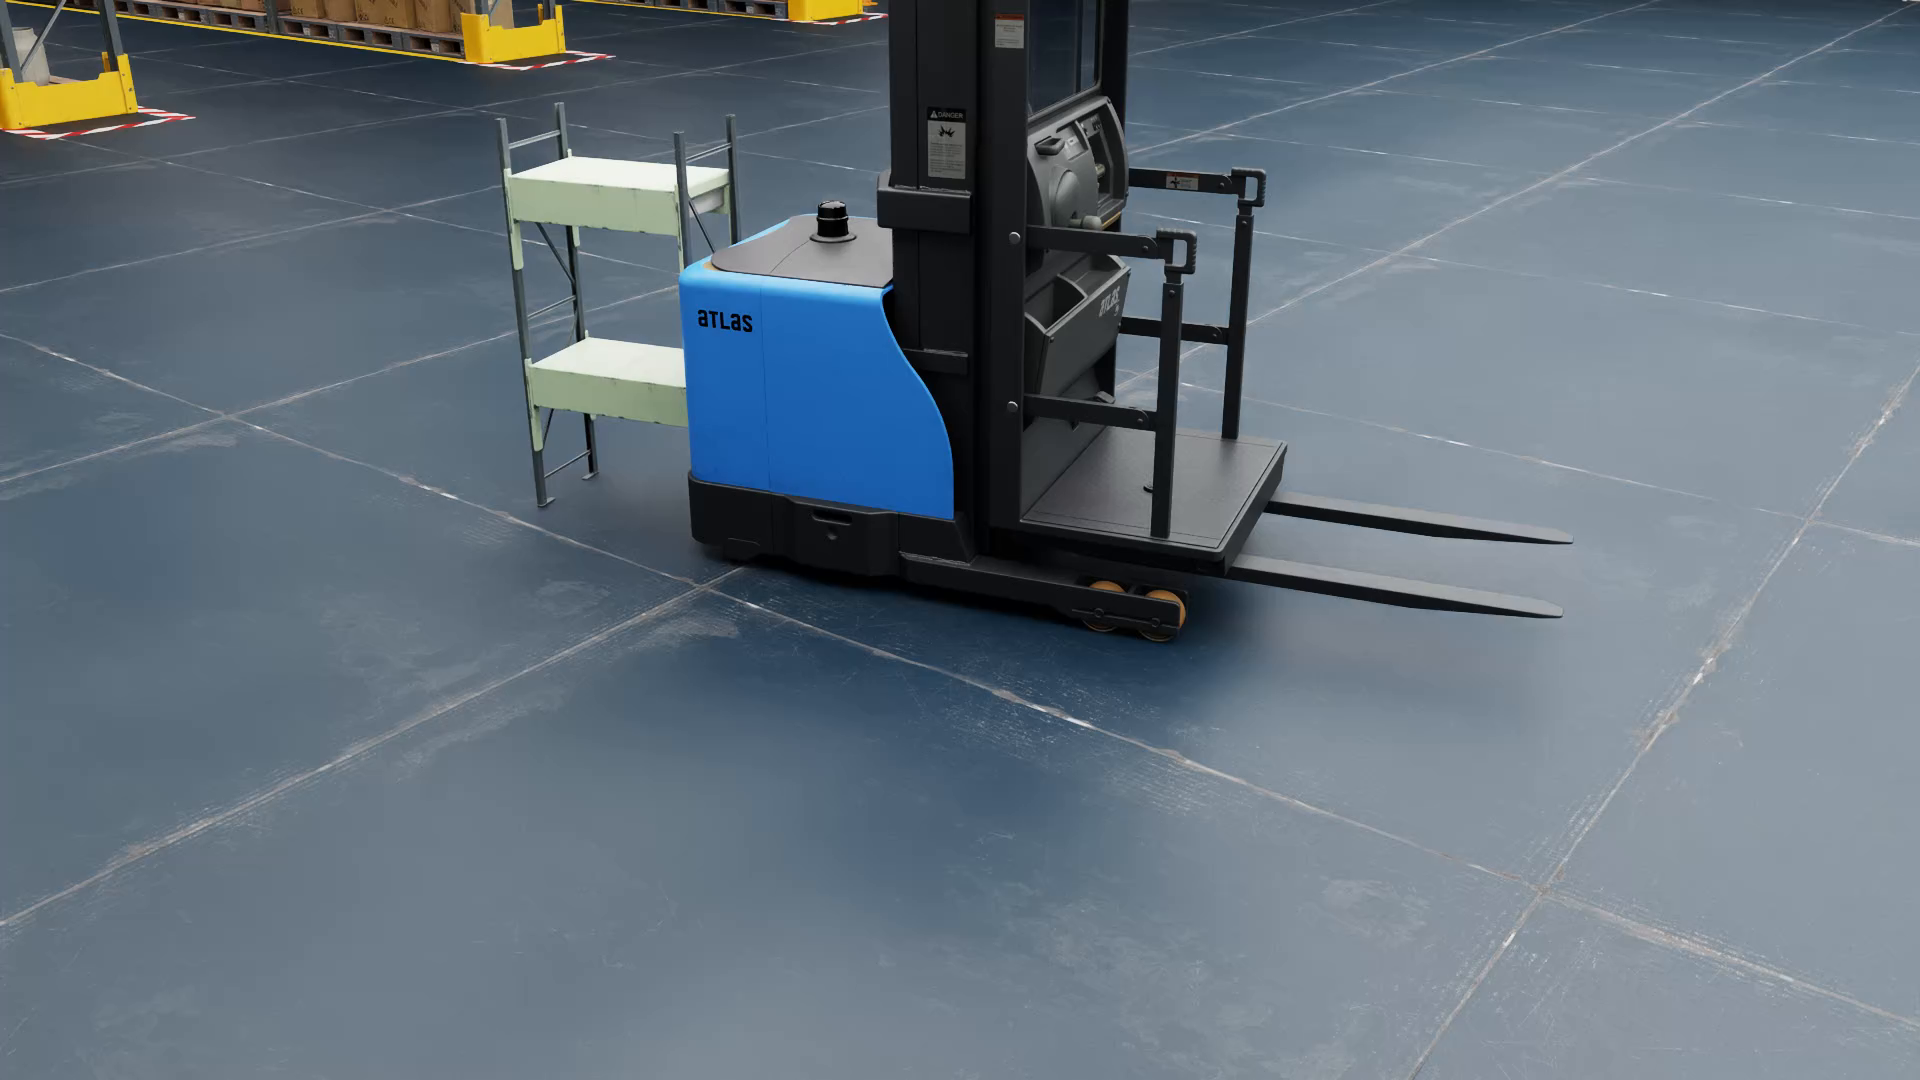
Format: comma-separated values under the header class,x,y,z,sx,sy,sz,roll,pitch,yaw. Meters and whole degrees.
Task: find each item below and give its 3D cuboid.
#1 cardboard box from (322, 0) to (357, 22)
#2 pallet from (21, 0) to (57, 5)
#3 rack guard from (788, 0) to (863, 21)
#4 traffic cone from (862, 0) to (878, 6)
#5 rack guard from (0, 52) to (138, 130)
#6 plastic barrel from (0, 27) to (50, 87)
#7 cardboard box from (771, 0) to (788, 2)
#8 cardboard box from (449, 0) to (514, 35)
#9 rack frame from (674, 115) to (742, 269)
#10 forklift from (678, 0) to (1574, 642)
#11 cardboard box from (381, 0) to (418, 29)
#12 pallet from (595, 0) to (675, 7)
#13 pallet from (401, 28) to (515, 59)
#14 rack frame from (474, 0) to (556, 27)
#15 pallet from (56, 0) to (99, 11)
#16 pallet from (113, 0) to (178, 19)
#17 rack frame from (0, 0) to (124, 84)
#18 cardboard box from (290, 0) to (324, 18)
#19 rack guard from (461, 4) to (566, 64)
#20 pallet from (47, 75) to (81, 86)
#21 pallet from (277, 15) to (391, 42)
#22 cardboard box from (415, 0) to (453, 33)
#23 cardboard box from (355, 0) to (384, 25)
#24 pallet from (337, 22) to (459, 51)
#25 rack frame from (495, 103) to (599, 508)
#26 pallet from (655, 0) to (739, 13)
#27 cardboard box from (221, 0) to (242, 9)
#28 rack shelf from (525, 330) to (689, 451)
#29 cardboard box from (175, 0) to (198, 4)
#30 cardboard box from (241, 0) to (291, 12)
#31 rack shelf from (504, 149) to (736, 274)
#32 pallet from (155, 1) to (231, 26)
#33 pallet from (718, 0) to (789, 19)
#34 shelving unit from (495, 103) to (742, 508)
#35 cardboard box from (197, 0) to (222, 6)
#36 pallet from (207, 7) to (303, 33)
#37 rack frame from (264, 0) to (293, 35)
class,x,y,z,sx,sy,sz,roll,pitch,yaw
cardboard box,-7.278,-6.465,19.783,0.500,0.500,0.500,-16,28,-31
pallet,-12.795,-7.864,23.836,1.213,0.211,1.003,17,29,33
rack guard,-1.761,-7.121,21.793,0.348,0.500,1.175,17,29,33
traffic cone,-1.354,-7.697,23.145,0.334,0.463,0.336,17,29,33
rack guard,-7.896,-3.957,14.610,0.348,0.500,1.175,17,29,33
plastic barrel,-8.379,-4.285,14.821,0.421,0.512,0.421,0,24,0
cardboard box,-2.363,-7.634,21.970,0.875,0.875,0.875,17,29,34
cardboard box,-5.326,-5.900,18.500,0.500,0.500,0.500,-20,31,-38
rack frame,-0.898,-0.781,6.162,0.023,1.500,0.400,9,25,20
forklift,0.583,-1.249,5.449,3.031,2.935,1.130,9,25,20
cardboard box,-6.314,-6.191,19.160,0.500,0.500,0.500,20,31,38
pallet,-4.420,-7.753,23.585,1.213,0.211,1.003,17,29,33
pallet,-5.526,-5.645,18.801,1.213,0.211,1.003,17,29,33
rack frame,-4.836,-6.695,17.725,0.127,3.000,1.000,17,29,33
pallet,-11.823,-7.569,23.166,1.213,0.211,1.003,17,29,33
pallet,-10.613,-7.164,22.248,1.213,0.211,1.003,17,29,33
rack frame,-7.807,-5.097,14.099,0.127,3.000,1.000,17,29,33
cardboard box,-7.741,-6.601,20.091,0.500,0.500,0.500,16,28,32
rack guard,-4.897,-5.570,18.271,0.348,0.500,1.175,17,29,33
pallet,-8.542,-4.023,15.118,1.213,0.211,1.003,17,29,33
pallet,-7.478,-6.235,20.140,1.213,0.211,1.003,17,29,33
cardboard box,-5.825,-6.033,18.803,0.500,0.500,0.500,-17,29,-34
cardboard box,-6.734,-6.340,19.499,0.500,0.500,0.500,14,27,29
pallet,-6.498,-5.941,19.471,1.213,0.211,1.003,17,29,33
rack frame,-1.578,-0.890,6.409,0.023,1.500,0.400,9,25,20
pallet,-3.439,-7.458,22.916,1.213,0.211,1.003,17,29,33
cardboard box,-8.886,-6.997,20.964,0.500,0.500,0.700,17,29,33
rack shelf,-1.238,-0.537,6.417,0.720,0.370,0.431,9,25,20
cardboard box,-9.780,-7.267,21.577,0.500,0.500,0.700,20,31,38
cardboard box,-8.515,-6.875,20.689,0.500,0.500,0.700,14,28,29
rack shelf,-1.238,-1.192,6.128,0.720,0.370,0.431,9,25,20
pallet,-9.641,-6.869,21.578,1.213,0.211,1.003,17,29,33
pallet,-2.467,-7.163,22.246,1.213,0.211,1.003,17,29,33
shelving unit,-1.238,-0.835,6.286,0.755,1.500,0.431,9,25,20
cardboard box,-9.333,-7.132,21.271,0.500,0.500,0.700,14,27,29
pallet,-8.661,-6.574,20.909,1.213,0.211,1.003,17,29,33
rack frame,-8.037,-7.663,19.921,0.127,3.000,1.000,17,29,33
